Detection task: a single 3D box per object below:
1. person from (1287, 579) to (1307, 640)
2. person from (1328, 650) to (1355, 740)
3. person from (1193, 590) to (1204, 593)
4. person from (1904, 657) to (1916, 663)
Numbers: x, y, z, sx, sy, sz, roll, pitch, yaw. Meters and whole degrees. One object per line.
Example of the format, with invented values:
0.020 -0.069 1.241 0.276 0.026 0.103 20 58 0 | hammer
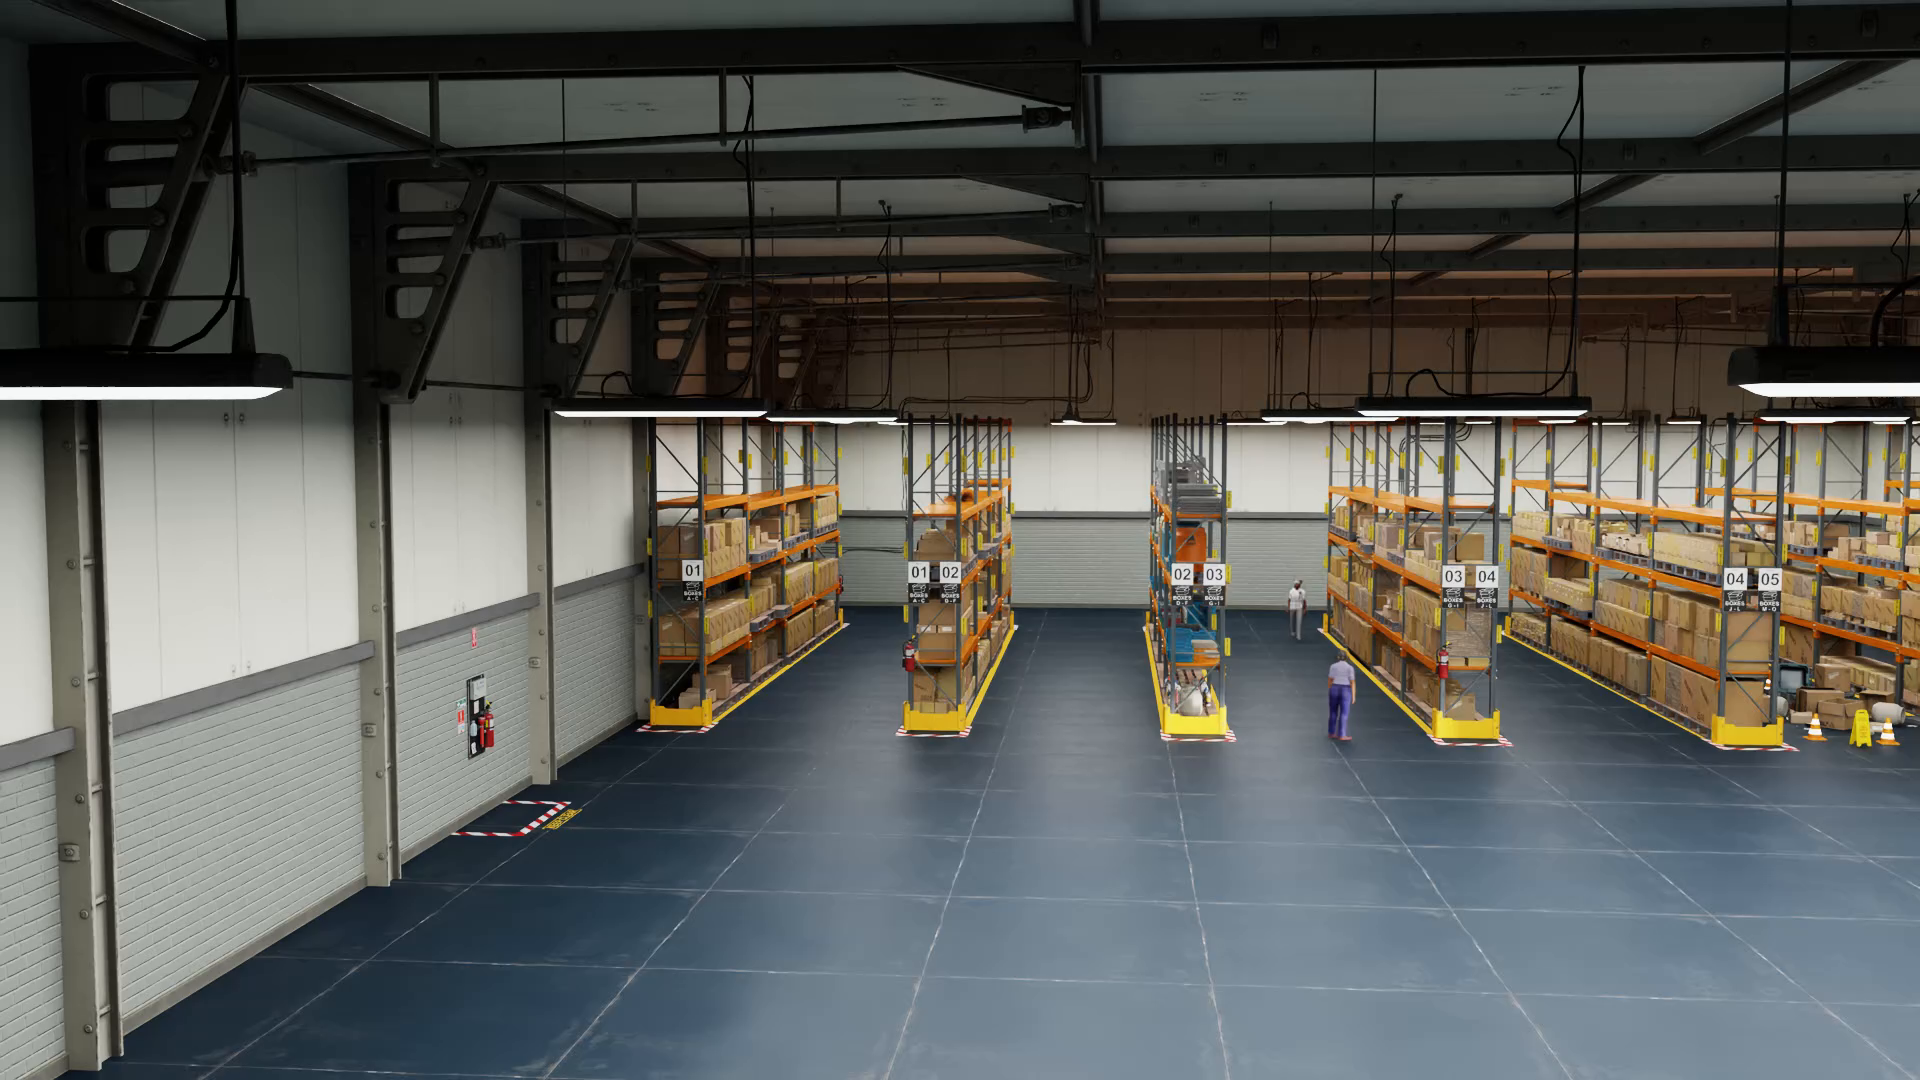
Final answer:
9.137 1.863 45.117 0.524 1.643 0.949 1 4 13 | person
7.021 2.846 30.551 0.497 1.663 0.435 2 5 32 | person
7.139 1.447 50.239 0.476 1.764 0.573 -3 5 -38 | person
23.199 2.130 40.489 0.452 1.811 0.602 3 5 35 | person
